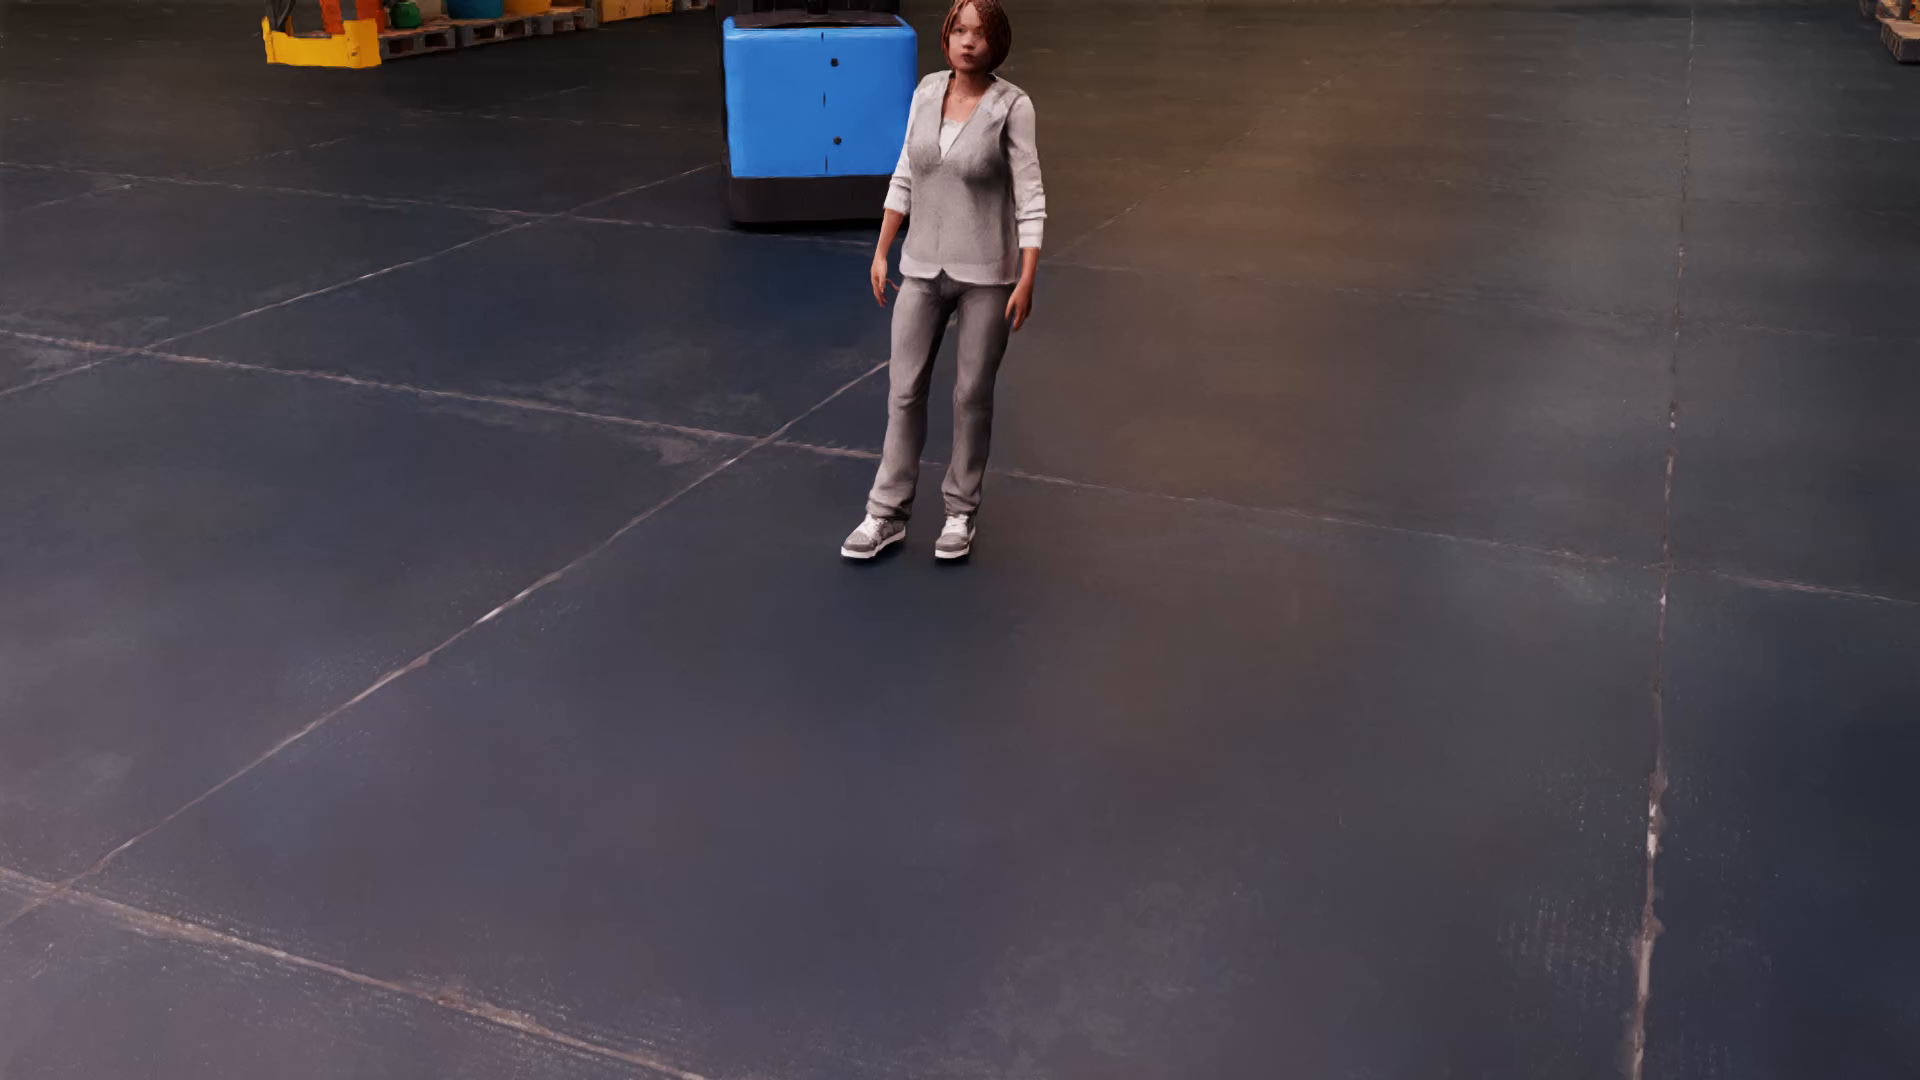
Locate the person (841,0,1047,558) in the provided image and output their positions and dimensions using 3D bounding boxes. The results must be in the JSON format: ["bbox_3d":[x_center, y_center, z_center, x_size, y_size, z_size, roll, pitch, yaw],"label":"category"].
[{"bbox_3d":[-0.041,-0.719,4.724,0.521,1.597,0.474,9,24,21],"label":"person"}]

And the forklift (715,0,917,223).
[{"bbox_3d":[-0.939,-3.616,9.942,1.130,2.935,3.031,-3,23,-8],"label":"forklift"}]
